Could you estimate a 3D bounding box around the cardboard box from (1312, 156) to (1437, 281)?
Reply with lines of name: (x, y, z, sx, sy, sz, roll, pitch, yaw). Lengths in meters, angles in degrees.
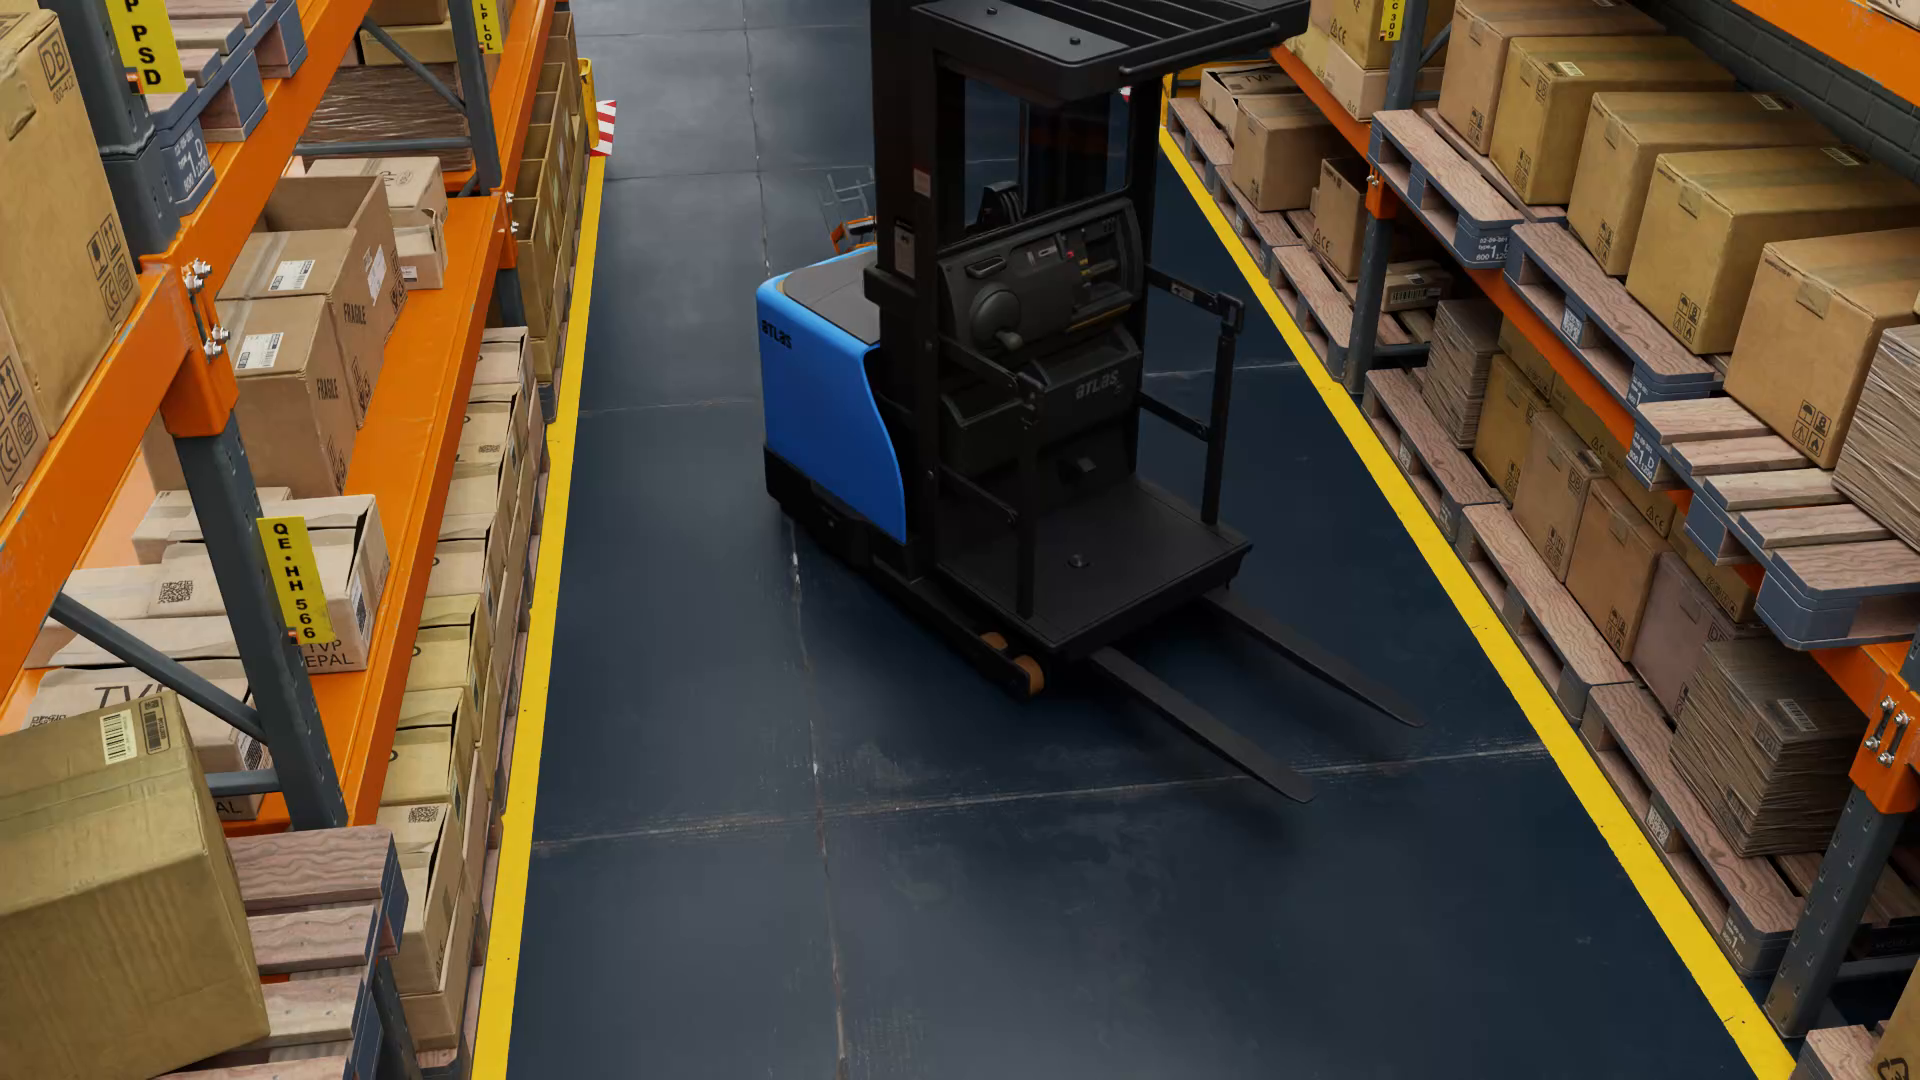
cardboard box: (2.257, -1.754, 8.989, 0.500, 0.500, 0.500, -7, 35, -10)

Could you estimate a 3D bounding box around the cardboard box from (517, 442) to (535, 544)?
cardboard box: (-2.063, -0.197, 6.944, 0.500, 0.250, 0.500, -5, 35, -7)

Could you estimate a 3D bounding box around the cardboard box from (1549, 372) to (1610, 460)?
cardboard box: (2.688, -0.543, 6.546, 0.500, 0.250, 0.500, -5, 35, -8)

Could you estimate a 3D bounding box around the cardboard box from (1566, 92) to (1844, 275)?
cardboard box: (2.658, -1.288, 5.997, 0.700, 0.500, 0.500, 0, 34, 0)

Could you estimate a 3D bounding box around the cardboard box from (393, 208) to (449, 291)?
cardboard box: (-2.172, -1.119, 6.348, 0.396, 0.266, 0.258, -5, 35, -8)

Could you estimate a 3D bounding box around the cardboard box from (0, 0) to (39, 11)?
cardboard box: (-2.051, -1.020, 3.179, 0.500, 0.250, 0.500, -7, 35, -10)

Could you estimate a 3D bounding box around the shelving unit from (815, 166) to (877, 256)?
shelving unit: (-0.378, -1.199, 8.085, 0.258, 1.200, 0.189, -18, -2, -24)

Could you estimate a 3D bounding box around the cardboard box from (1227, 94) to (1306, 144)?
cardboard box: (1.979, -2.621, 10.429, 0.500, 0.311, 0.500, -2, 34, -2)

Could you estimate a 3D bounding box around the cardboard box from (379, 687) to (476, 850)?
cardboard box: (-1.793, 0.704, 5.124, 0.500, 0.311, 0.500, -5, 35, -8)

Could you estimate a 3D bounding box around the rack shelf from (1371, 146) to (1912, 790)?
rack shelf: (2.705, -0.616, 6.129, 1.077, 0.370, 4.000, -4, 35, -6)

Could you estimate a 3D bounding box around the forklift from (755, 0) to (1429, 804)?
forklift: (0.453, -0.924, 6.003, 1.130, 2.935, 3.031, -25, 41, -32)

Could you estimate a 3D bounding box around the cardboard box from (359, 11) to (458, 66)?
cardboard box: (-2.316, -2.126, 7.041, 0.380, 0.149, 0.250, -4, 35, -6)

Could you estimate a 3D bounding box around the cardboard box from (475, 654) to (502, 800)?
cardboard box: (-1.858, 0.659, 5.689, 0.500, 0.250, 0.500, -5, 35, -8)

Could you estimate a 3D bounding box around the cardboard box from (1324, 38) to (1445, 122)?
cardboard box: (2.072, -2.217, 7.954, 0.500, 0.250, 0.500, -4, 35, -6)

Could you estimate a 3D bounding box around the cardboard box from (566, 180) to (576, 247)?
cardboard box: (-2.432, -1.808, 9.308, 0.500, 0.250, 0.500, -4, 35, -6)

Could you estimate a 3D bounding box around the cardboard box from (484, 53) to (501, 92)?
cardboard box: (-2.679, -2.514, 8.187, 0.700, 0.500, 0.500, -4, 34, -6)

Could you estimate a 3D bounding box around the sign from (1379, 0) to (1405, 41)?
sign: (1.899, -2.341, 7.253, 0.100, 0.325, 0.005, -4, 35, -6)

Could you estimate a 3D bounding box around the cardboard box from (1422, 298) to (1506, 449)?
cardboard box: (2.552, -0.768, 7.543, 0.700, 0.500, 0.500, -3, 34, -5)

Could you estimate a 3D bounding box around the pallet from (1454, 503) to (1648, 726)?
pallet: (2.710, 0.240, 6.710, 1.003, 0.211, 1.213, -4, 35, -6)

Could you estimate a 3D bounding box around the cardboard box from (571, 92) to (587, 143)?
cardboard box: (-2.645, -2.644, 10.535, 0.500, 0.250, 0.500, -4, 35, -6)

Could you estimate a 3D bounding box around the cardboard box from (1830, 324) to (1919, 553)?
cardboard box: (2.901, -0.281, 4.520, 0.700, 0.500, 0.500, -8, 35, -12)

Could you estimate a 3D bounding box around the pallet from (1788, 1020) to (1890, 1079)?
pallet: (3.005, 1.801, 4.420, 1.003, 0.211, 1.213, -4, 35, -6)

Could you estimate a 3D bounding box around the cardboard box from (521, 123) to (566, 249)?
cardboard box: (-2.359, -1.839, 8.688, 0.500, 0.500, 0.500, -4, 35, -6)

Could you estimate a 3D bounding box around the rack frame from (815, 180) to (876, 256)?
rack frame: (-0.413, -1.184, 8.168, 0.240, 1.200, 0.006, -18, -2, -24)

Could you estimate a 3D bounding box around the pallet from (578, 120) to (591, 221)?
pallet: (-2.866, -2.308, 10.449, 1.003, 0.211, 1.213, -4, 35, -6)

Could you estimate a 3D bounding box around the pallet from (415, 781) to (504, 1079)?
pallet: (-2.006, 1.270, 5.198, 1.003, 0.211, 1.213, -4, 35, -6)

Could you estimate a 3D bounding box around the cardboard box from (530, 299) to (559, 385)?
cardboard box: (-2.234, -0.971, 8.080, 0.500, 0.250, 0.500, -4, 35, -6)

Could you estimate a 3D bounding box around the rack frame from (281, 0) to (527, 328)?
rack frame: (-2.472, -1.652, 7.010, 1.000, 3.000, 0.127, -4, 35, -6)

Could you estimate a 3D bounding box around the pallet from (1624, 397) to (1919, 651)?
pallet: (2.773, -0.107, 4.914, 1.213, 0.211, 1.003, -4, 35, -6)

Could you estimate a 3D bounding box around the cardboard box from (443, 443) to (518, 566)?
cardboard box: (-1.993, -0.148, 6.374, 0.500, 0.311, 0.500, -4, 35, -7)

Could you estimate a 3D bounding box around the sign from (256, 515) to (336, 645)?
sign: (-1.398, 0.088, 3.499, 0.100, 0.325, 0.005, -4, 35, -6)

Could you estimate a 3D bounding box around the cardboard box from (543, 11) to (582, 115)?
cardboard box: (-2.643, -2.954, 10.324, 0.500, 0.500, 0.500, -4, 35, -6)

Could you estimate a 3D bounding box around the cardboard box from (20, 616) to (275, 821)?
cardboard box: (-1.940, 0.411, 4.062, 0.500, 0.311, 0.500, -2, 34, -3)

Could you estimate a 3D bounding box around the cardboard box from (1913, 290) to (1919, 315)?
cardboard box: (2.840, -0.657, 4.495, 0.380, 0.149, 0.250, -10, 36, -14)

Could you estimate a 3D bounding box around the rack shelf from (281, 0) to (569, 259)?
rack shelf: (-2.741, -2.470, 8.850, 1.077, 0.370, 4.000, -4, 35, -6)

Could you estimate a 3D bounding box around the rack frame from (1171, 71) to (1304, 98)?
rack frame: (1.898, -4.261, 10.839, 1.000, 3.000, 0.127, -4, 35, -6)

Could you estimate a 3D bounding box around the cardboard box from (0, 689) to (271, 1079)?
cardboard box: (-1.738, 0.708, 3.085, 0.700, 0.500, 0.500, -16, 37, -22)

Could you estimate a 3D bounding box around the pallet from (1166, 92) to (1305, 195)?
pallet: (1.983, -2.610, 10.893, 1.003, 0.211, 1.213, -4, 35, -6)

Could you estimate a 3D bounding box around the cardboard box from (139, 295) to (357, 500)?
cardboard box: (-2.176, -0.396, 5.079, 0.500, 0.500, 0.500, -6, 35, -9)

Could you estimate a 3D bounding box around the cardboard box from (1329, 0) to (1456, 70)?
cardboard box: (2.066, -2.526, 7.742, 0.500, 0.500, 0.500, -4, 35, -6)

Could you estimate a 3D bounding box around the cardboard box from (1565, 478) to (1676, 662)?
cardboard box: (2.777, 0.085, 6.291, 0.700, 0.500, 0.500, -5, 35, -7)

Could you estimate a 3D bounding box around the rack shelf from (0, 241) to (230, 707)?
rack shelf: (-1.665, 0.754, 1.455, 1.077, 0.370, 4.000, -4, 35, -6)
